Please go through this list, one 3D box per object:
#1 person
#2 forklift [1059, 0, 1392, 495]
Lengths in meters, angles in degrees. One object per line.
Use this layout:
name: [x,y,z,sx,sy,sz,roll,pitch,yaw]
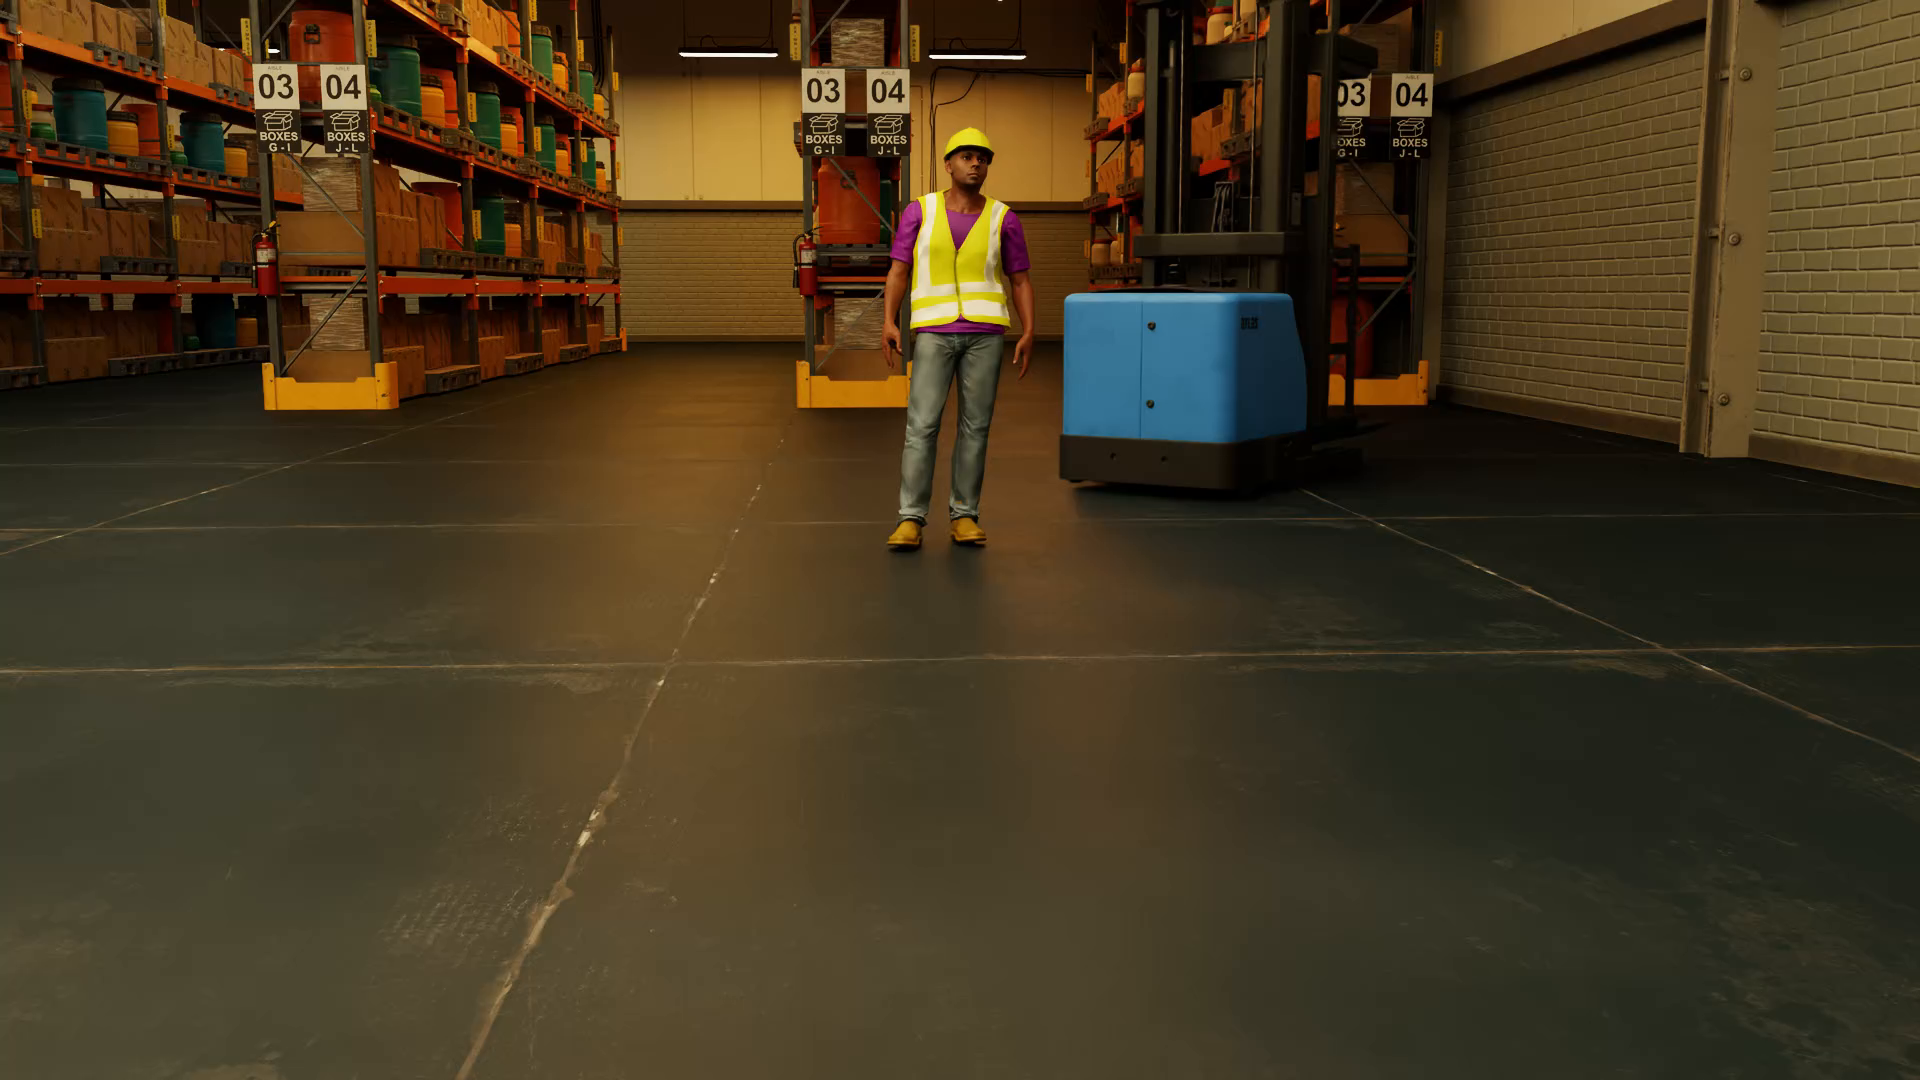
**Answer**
person: [-0.002,-0.871,7.110,0.665,1.766,0.576,-1,8,-4]
forklift: [1.773,-1.860,9.857,1.130,2.935,3.031,5,10,33]
